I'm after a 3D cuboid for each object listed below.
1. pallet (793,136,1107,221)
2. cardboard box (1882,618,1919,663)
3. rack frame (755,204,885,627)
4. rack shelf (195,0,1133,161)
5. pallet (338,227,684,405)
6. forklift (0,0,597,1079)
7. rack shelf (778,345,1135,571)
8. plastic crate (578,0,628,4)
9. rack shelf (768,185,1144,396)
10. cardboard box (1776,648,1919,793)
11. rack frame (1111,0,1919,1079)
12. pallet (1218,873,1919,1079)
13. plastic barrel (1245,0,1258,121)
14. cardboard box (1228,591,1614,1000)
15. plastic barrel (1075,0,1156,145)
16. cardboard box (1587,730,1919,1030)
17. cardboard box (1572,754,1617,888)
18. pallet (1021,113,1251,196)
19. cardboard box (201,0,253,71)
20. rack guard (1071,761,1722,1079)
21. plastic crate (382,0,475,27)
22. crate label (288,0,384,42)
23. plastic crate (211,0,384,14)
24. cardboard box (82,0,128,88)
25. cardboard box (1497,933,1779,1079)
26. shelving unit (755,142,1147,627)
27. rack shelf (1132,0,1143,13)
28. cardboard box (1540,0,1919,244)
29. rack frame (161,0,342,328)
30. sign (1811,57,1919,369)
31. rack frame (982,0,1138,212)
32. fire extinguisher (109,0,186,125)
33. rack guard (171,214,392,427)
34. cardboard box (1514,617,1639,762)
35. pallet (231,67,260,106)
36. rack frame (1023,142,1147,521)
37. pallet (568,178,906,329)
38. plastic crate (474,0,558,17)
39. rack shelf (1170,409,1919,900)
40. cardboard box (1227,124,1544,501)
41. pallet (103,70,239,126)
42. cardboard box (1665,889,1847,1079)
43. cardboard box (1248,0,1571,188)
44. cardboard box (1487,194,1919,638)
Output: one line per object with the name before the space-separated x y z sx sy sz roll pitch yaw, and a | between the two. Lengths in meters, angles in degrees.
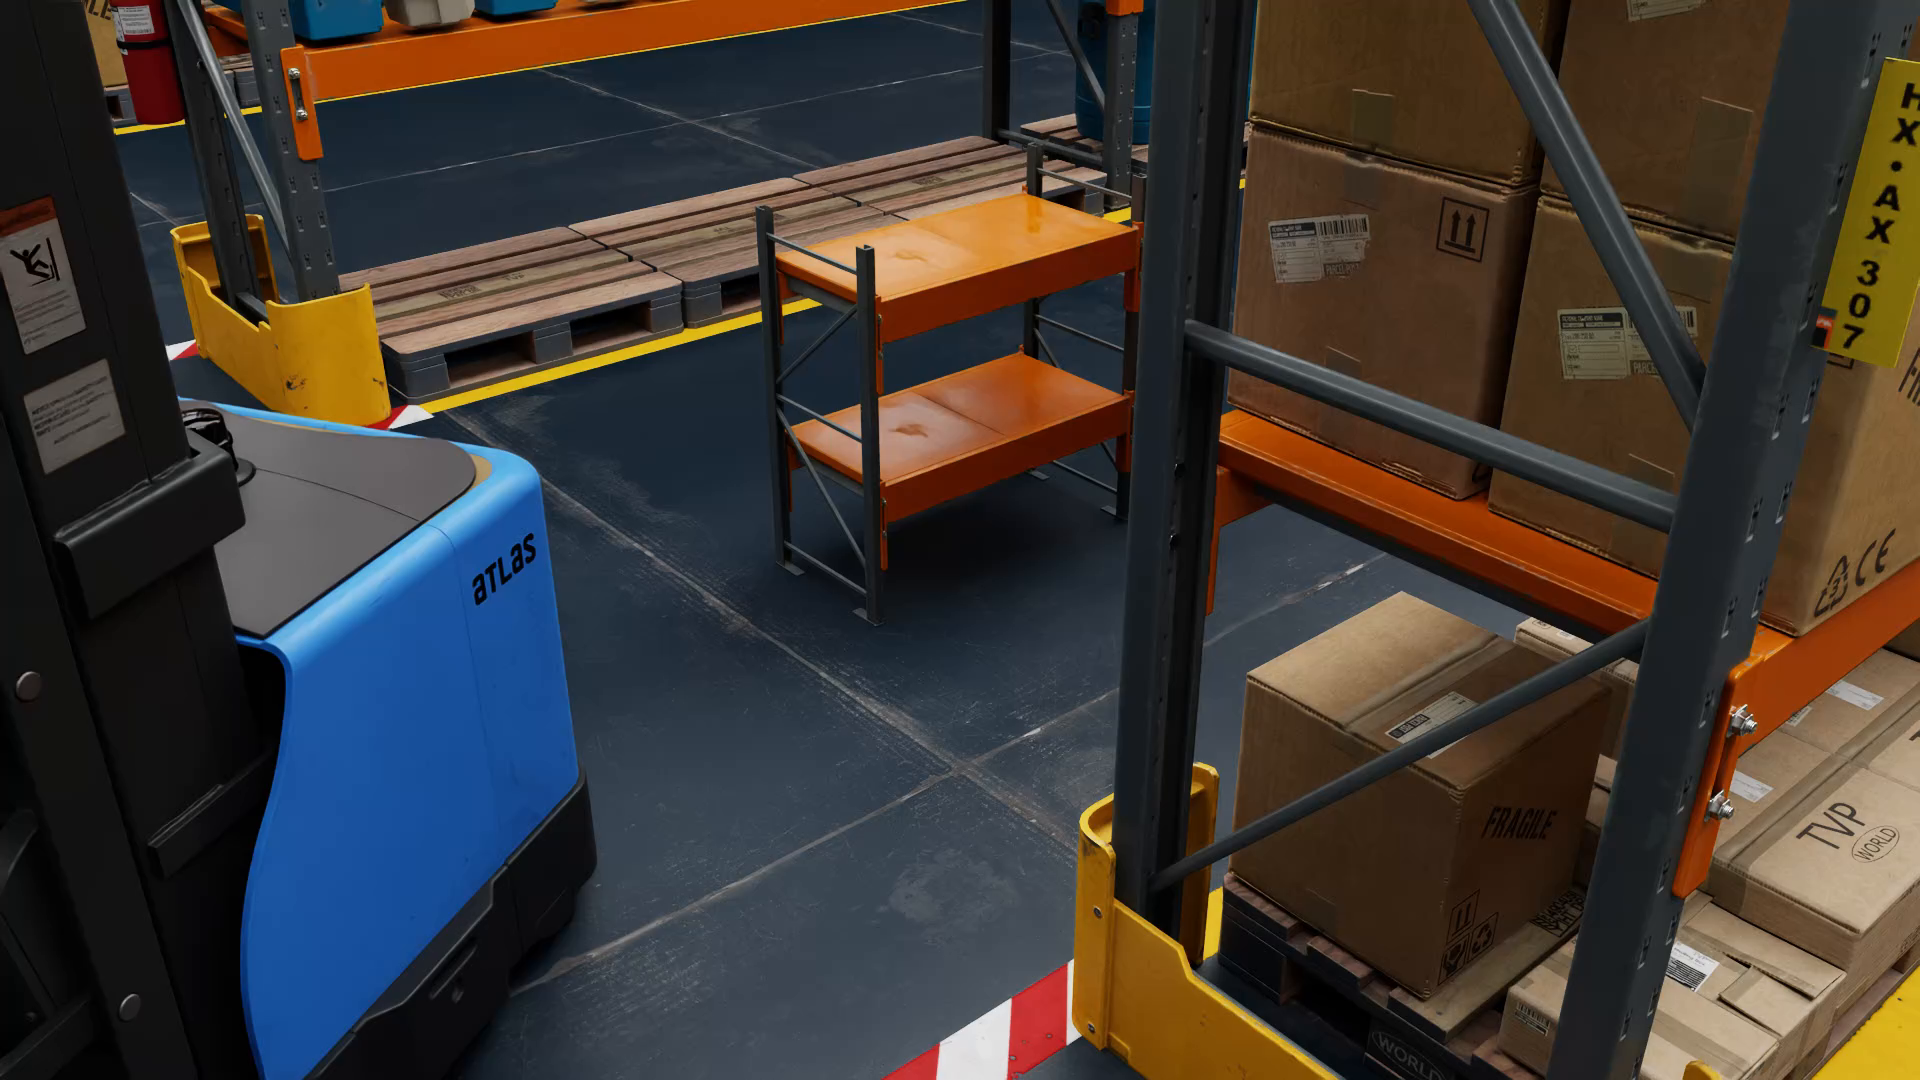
pallet | -0.049 -1.696 8.200 1.213 0.211 1.003 -22 35 -35
cardboard box | 2.271 0.096 4.070 0.637 0.503 0.797 -22 35 -35
rack frame | -0.392 -0.339 4.690 0.032 1.125 0.500 -22 35 -35
rack shelf | -1.036 -2.236 7.014 4.000 0.370 1.077 -22 35 -35
pallet | -1.905 -0.950 6.803 1.213 0.211 1.003 -22 35 -35
forklift | -1.785 0.062 2.025 1.130 2.935 3.031 9 30 17
rack shelf | -0.005 -0.278 5.096 1.000 0.278 0.538 -22 35 -35
plastic crate | -1.342 -2.085 6.185 0.298 0.136 0.250 -22 35 -35
rack shelf | -0.005 -0.752 4.843 1.000 0.278 0.538 -22 35 -35
cardboard box | 2.013 0.484 3.612 0.500 0.250 0.500 -22 35 -35
rack frame | 0.654 -0.164 2.374 0.127 3.000 1.000 -22 35 -35
pallet | 1.318 0.799 3.532 1.213 0.211 1.003 -22 35 -35
plastic barrel | 1.449 -2.801 9.090 0.708 0.901 0.600 -22 35 -35
cardboard box | 0.908 0.490 3.336 0.500 0.500 0.500 -22 35 -35
plastic barrel | 0.910 -2.585 8.685 0.708 0.901 0.600 -22 35 -35
cardboard box | 1.632 0.637 3.326 0.500 0.250 0.500 -22 35 -35
cardboard box | 1.275 0.545 3.586 0.250 0.166 0.380 -22 35 -35
pallet | 1.099 -2.156 9.061 1.213 0.211 1.003 -22 35 -35
cardboard box | -4.645 -3.468 10.366 0.875 0.875 0.875 -22 35 -35
rack guard | 0.712 0.915 3.007 0.348 0.500 1.175 -22 35 -35
plastic crate | -1.859 -1.877 5.796 0.298 0.136 0.250 -22 35 -35
crate label | -2.156 -1.851 5.646 0.303 0.233 0.416 -22 35 -35
plastic crate | -2.424 -2.153 5.994 0.499 0.435 0.616 -22 35 -35
cardboard box | -5.338 -3.190 9.845 0.875 0.875 0.875 -22 35 -35
cardboard box | 1.196 0.895 2.952 0.250 0.149 0.380 -22 35 -35
shelving unit | -0.005 -0.494 4.981 1.048 1.125 0.538 -22 35 -35
rack shelf | 2.007 -3.459 9.304 4.000 0.370 1.077 -22 35 -35
cardboard box | 1.163 -0.690 2.192 0.500 0.500 0.500 -21 34 -33
rack frame | -2.558 -1.941 5.700 0.127 3.000 1.000 -22 35 -35
sign | 1.007 -0.351 1.806 0.005 0.325 0.100 -22 35 -35
rack frame | 0.485 -3.165 7.990 0.127 3.000 1.000 -22 35 -35
fire extinguisher | -2.967 -1.859 6.025 0.183 0.674 0.296 -22 35 -35
rack guard | -2.568 -0.827 6.267 0.348 0.500 1.175 -22 35 -35
cardboard box | 1.650 0.320 3.919 0.500 0.250 0.500 -22 35 -35
pallet | -4.287 -3.131 10.885 1.213 0.211 1.003 -22 35 -35
rack frame | 0.382 -0.650 5.272 0.032 1.125 0.500 -22 35 -35
pallet | -0.978 -1.321 7.498 1.213 0.211 1.003 -22 35 -35
plastic crate | -1.655 -2.053 6.022 0.300 0.233 0.416 -22 35 -35
rack shelf | 2.176 -0.458 3.689 4.000 0.370 1.077 -22 35 -35
cardboard box | 0.818 -0.443 2.790 0.500 0.500 0.500 -21 34 -33
pallet | -5.215 -2.760 10.190 1.213 0.211 1.003 -22 35 -35
cardboard box | 1.386 0.810 3.091 0.250 0.166 0.380 -22 35 -35
cardboard box | 0.814 -0.884 2.554 0.500 0.500 0.500 -22 35 -35
cardboard box | 1.163 -0.249 2.428 0.500 0.500 0.500 -21 35 -34
